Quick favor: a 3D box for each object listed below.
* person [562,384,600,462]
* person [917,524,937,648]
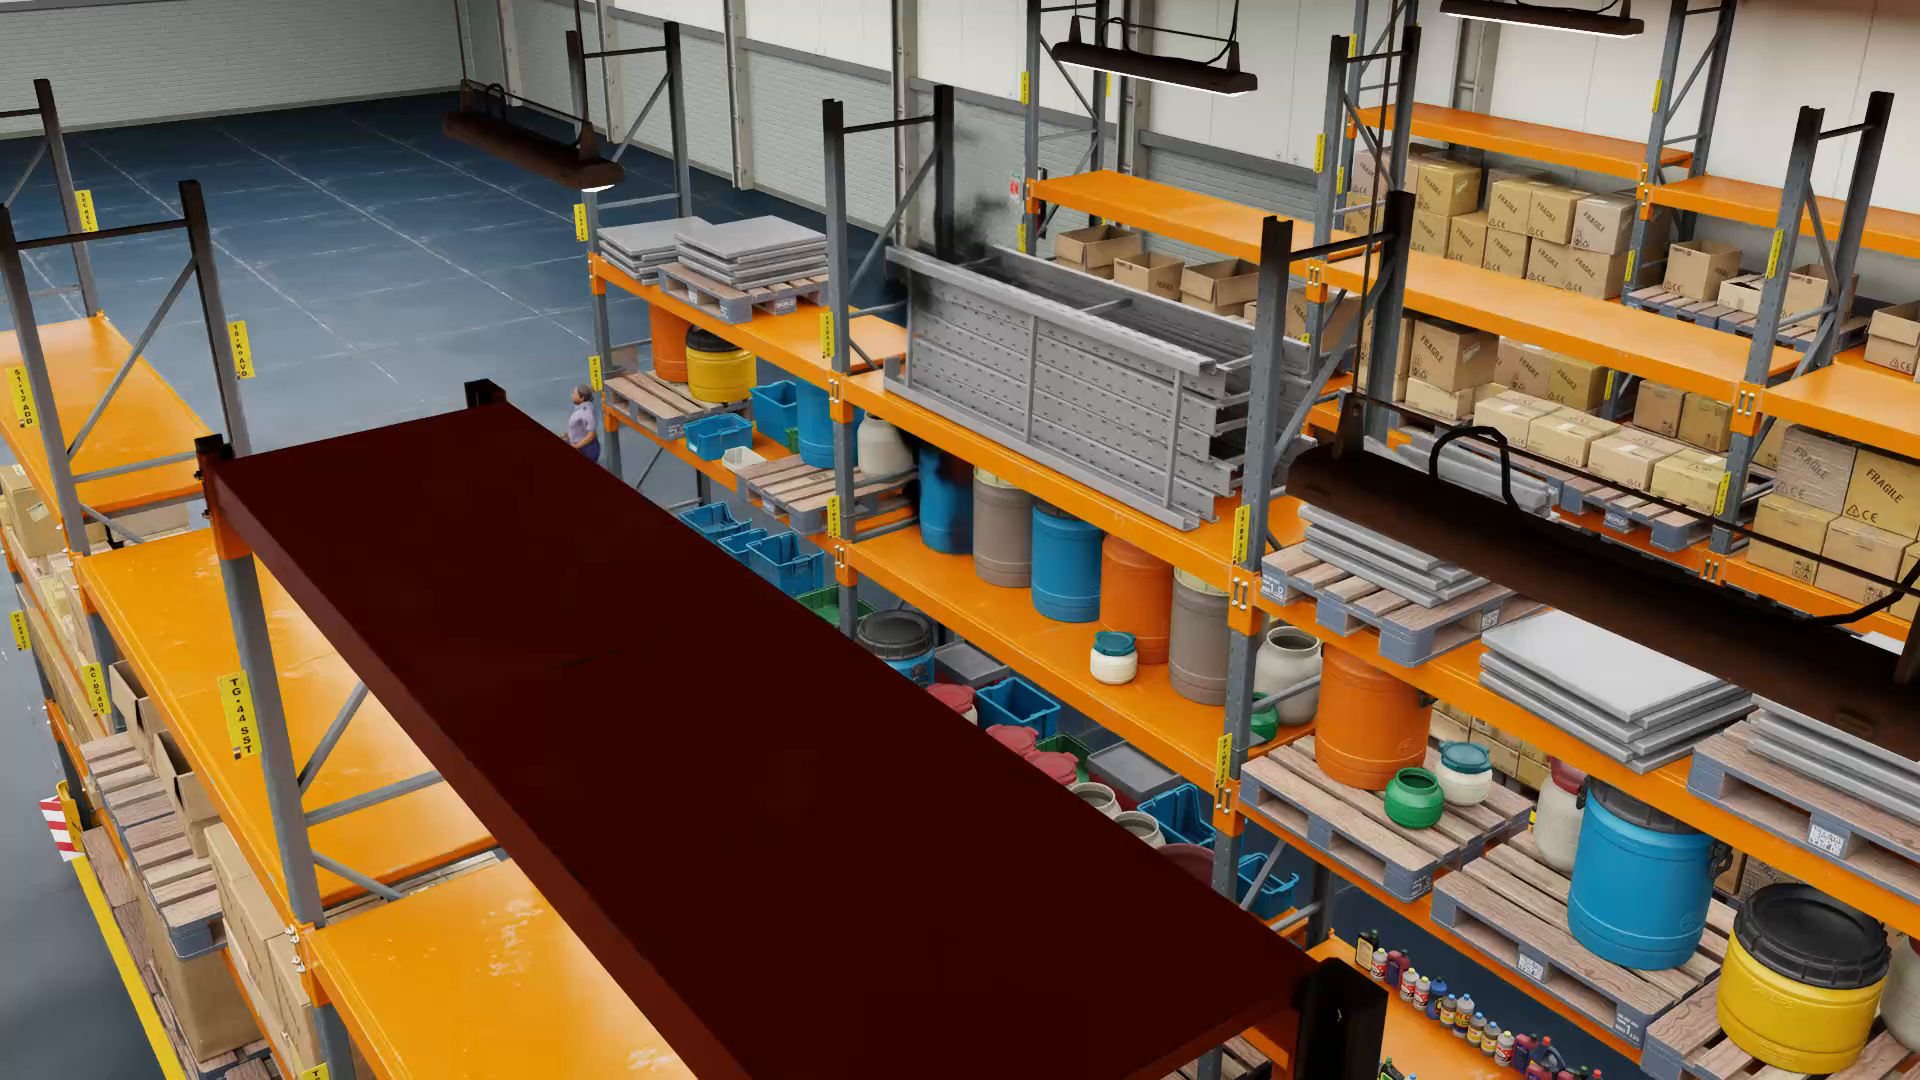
[{"bbox_3d":[-4.365,-1.042,19.350,0.536,1.585,0.604,-3,25,-8],"label":"person"},{"bbox_3d":[-0.265,0.399,15.336,0.698,1.837,0.701,-16,29,-31],"label":"person"}]
